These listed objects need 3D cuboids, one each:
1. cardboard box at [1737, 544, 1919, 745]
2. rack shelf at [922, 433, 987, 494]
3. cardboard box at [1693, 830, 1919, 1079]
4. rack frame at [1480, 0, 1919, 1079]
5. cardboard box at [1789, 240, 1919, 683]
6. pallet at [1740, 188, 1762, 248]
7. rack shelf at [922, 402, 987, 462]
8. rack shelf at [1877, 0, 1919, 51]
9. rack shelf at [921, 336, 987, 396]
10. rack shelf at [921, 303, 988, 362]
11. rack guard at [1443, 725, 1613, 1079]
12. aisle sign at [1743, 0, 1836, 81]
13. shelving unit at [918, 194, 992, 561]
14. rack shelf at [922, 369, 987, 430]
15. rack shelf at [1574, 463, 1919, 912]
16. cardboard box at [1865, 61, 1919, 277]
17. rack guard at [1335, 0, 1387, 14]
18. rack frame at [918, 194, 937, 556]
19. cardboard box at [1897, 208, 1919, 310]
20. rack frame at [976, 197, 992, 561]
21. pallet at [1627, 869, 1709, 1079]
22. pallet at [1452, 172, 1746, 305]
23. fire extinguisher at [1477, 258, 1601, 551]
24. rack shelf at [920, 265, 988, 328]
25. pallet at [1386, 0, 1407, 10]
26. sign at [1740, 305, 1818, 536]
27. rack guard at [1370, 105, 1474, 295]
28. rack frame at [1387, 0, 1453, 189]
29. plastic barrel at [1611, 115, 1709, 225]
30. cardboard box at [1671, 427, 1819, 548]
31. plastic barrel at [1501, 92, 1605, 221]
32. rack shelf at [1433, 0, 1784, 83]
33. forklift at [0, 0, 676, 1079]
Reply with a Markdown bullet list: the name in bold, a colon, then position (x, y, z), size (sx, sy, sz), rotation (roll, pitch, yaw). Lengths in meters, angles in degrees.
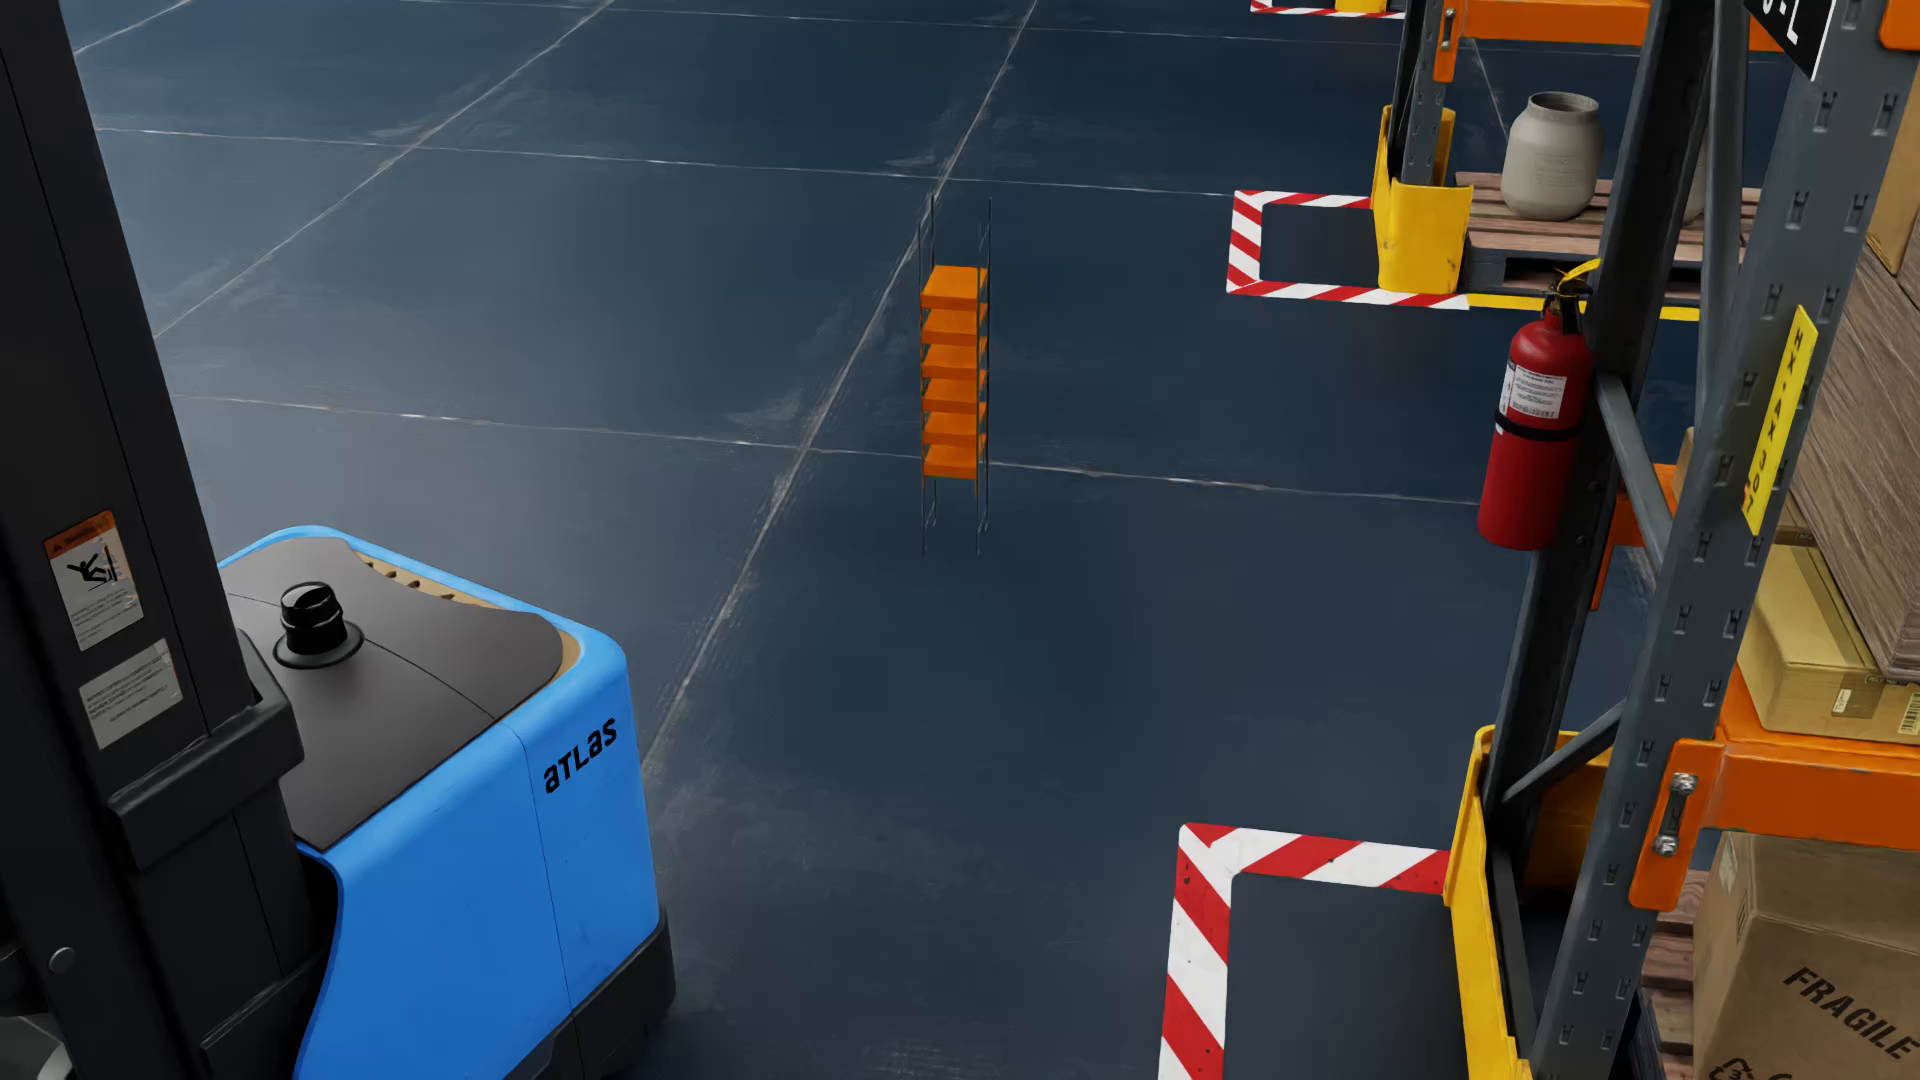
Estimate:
- **cardboard box**: position (1.499, 0.171, 2.886), size (0.250, 0.149, 0.380), rotation (5, 32, 8)
- **rack shelf**: position (-0.014, -0.269, 5.585), size (0.180, 0.103, 0.258), rotation (5, 32, 8)
- **cardboard box**: position (1.871, 0.861, 3.508), size (0.500, 0.500, 0.500), rotation (11, 34, 17)
- **rack frame**: position (1.258, -0.085, 3.059), size (0.127, 3.000, 1.000), rotation (5, 32, 8)
- **cardboard box**: position (1.795, -0.190, 2.852), size (0.500, 0.500, 0.875), rotation (5, 32, 8)
- **pallet**: position (4.173, -1.326, 7.670), size (1.213, 0.211, 1.003), rotation (5, 32, 8)
- **rack shelf**: position (-0.014, -0.370, 5.521), size (0.180, 0.103, 0.258), rotation (5, 32, 8)
- **rack shelf**: position (3.229, -0.873, 2.169), size (4.000, 0.370, 1.077), rotation (5, 32, 8)
- **rack shelf**: position (-0.014, -0.574, 5.394), size (0.180, 0.103, 0.258), rotation (5, 32, 8)
- **rack shelf**: position (-0.014, -0.676, 5.330), size (0.180, 0.103, 0.258), rotation (5, 32, 8)
- **rack guard**: position (1.333, 0.981, 3.712), size (0.348, 0.500, 1.175), rotation (5, 32, 8)
- **aisle sign**: position (1.146, -1.036, 2.128), size (0.004, 0.787, 0.394), rotation (5, 32, 8)
- **shelving unit**: position (-0.014, -0.510, 5.434), size (0.189, 1.200, 0.258), rotation (5, 32, 8)
- **rack shelf**: position (-0.014, -0.472, 5.457), size (0.180, 0.103, 0.258), rotation (5, 32, 8)
- **rack shelf**: position (3.229, 0.398, 2.965), size (4.000, 0.370, 1.077), rotation (5, 32, 8)
- **cardboard box**: position (1.842, -0.758, 2.817), size (0.500, 0.500, 0.500), rotation (5, 32, 8)
- **rack guard**: position (2.905, -4.209, 12.003), size (0.348, 0.500, 1.175), rotation (5, 32, 8)
- **rack frame**: position (-0.104, -0.518, 5.447), size (0.006, 1.200, 0.240), rotation (5, 32, 8)
- **cardboard box**: position (1.754, -0.486, 2.382), size (0.500, 0.500, 0.500), rotation (5, 32, 8)
- **rack frame**: position (0.076, -0.502, 5.421), size (0.006, 1.200, 0.240), rotation (5, 32, 8)
- **pallet**: position (2.128, 1.194, 3.643), size (1.213, 0.211, 1.003), rotation (5, 32, 8)
- **pallet**: position (2.974, -1.436, 7.846), size (1.213, 0.211, 1.003), rotation (5, 32, 8)
- **fire extinguisher**: position (1.223, -0.304, 3.481), size (0.183, 0.674, 0.296), rotation (5, 32, 8)
- **rack shelf**: position (-0.014, -0.777, 5.266), size (0.180, 0.103, 0.258), rotation (5, 32, 8)
- **pallet**: position (3.689, -4.038, 12.002), size (1.213, 0.211, 1.003), rotation (5, 32, 8)
- **sign**: position (1.167, -0.169, 2.376), size (0.005, 0.325, 0.100), rotation (5, 32, 8)
- **rack guard**: position (2.174, -1.634, 7.889), size (0.348, 0.500, 1.175), rotation (5, 32, 8)
- **rack frame**: position (2.091, -2.676, 7.198), size (0.127, 3.000, 1.000), rotation (5, 32, 8)
- **plastic barrel**: position (3.247, -1.736, 7.645), size (0.421, 0.512, 0.421), rotation (0, 32, 0)
- **cardboard box**: position (1.574, -0.061, 3.258), size (0.250, 0.149, 0.380), rotation (5, 32, 8)
- **plastic barrel**: position (2.753, -1.780, 7.716), size (0.421, 0.512, 0.421), rotation (0, 32, 0)
- **rack shelf**: position (4.063, -2.192, 7.103), size (4.000, 0.370, 1.077), rotation (5, 32, 8)
- **forklift**: position (-1.854, 0.414, 2.326), size (1.130, 2.935, 3.031), rotation (17, 36, 26)
